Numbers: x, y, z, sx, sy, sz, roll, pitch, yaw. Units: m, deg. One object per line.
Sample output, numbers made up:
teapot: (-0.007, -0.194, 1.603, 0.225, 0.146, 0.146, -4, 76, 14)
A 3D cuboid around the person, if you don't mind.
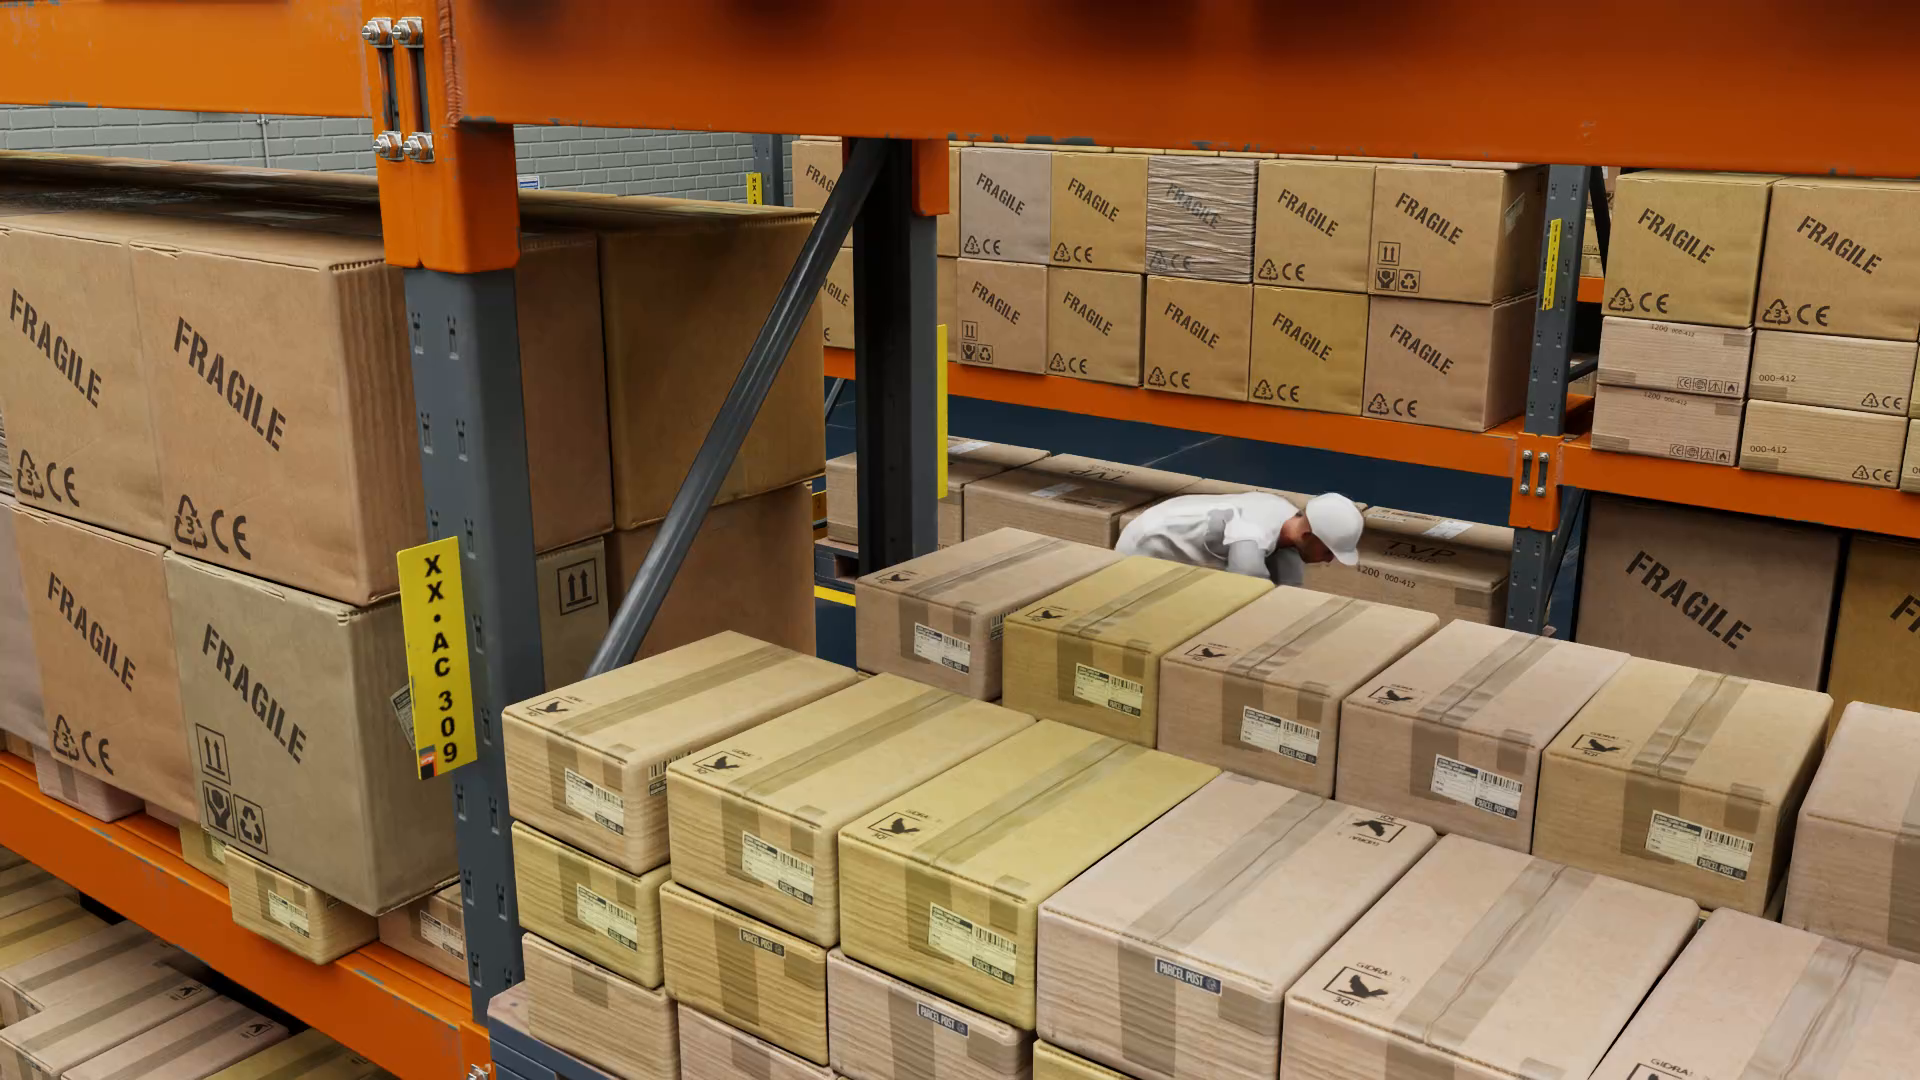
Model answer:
person: (1.041, 0.356, 6.311, 0.939, 1.205, 0.513, 11, 20, 33)
